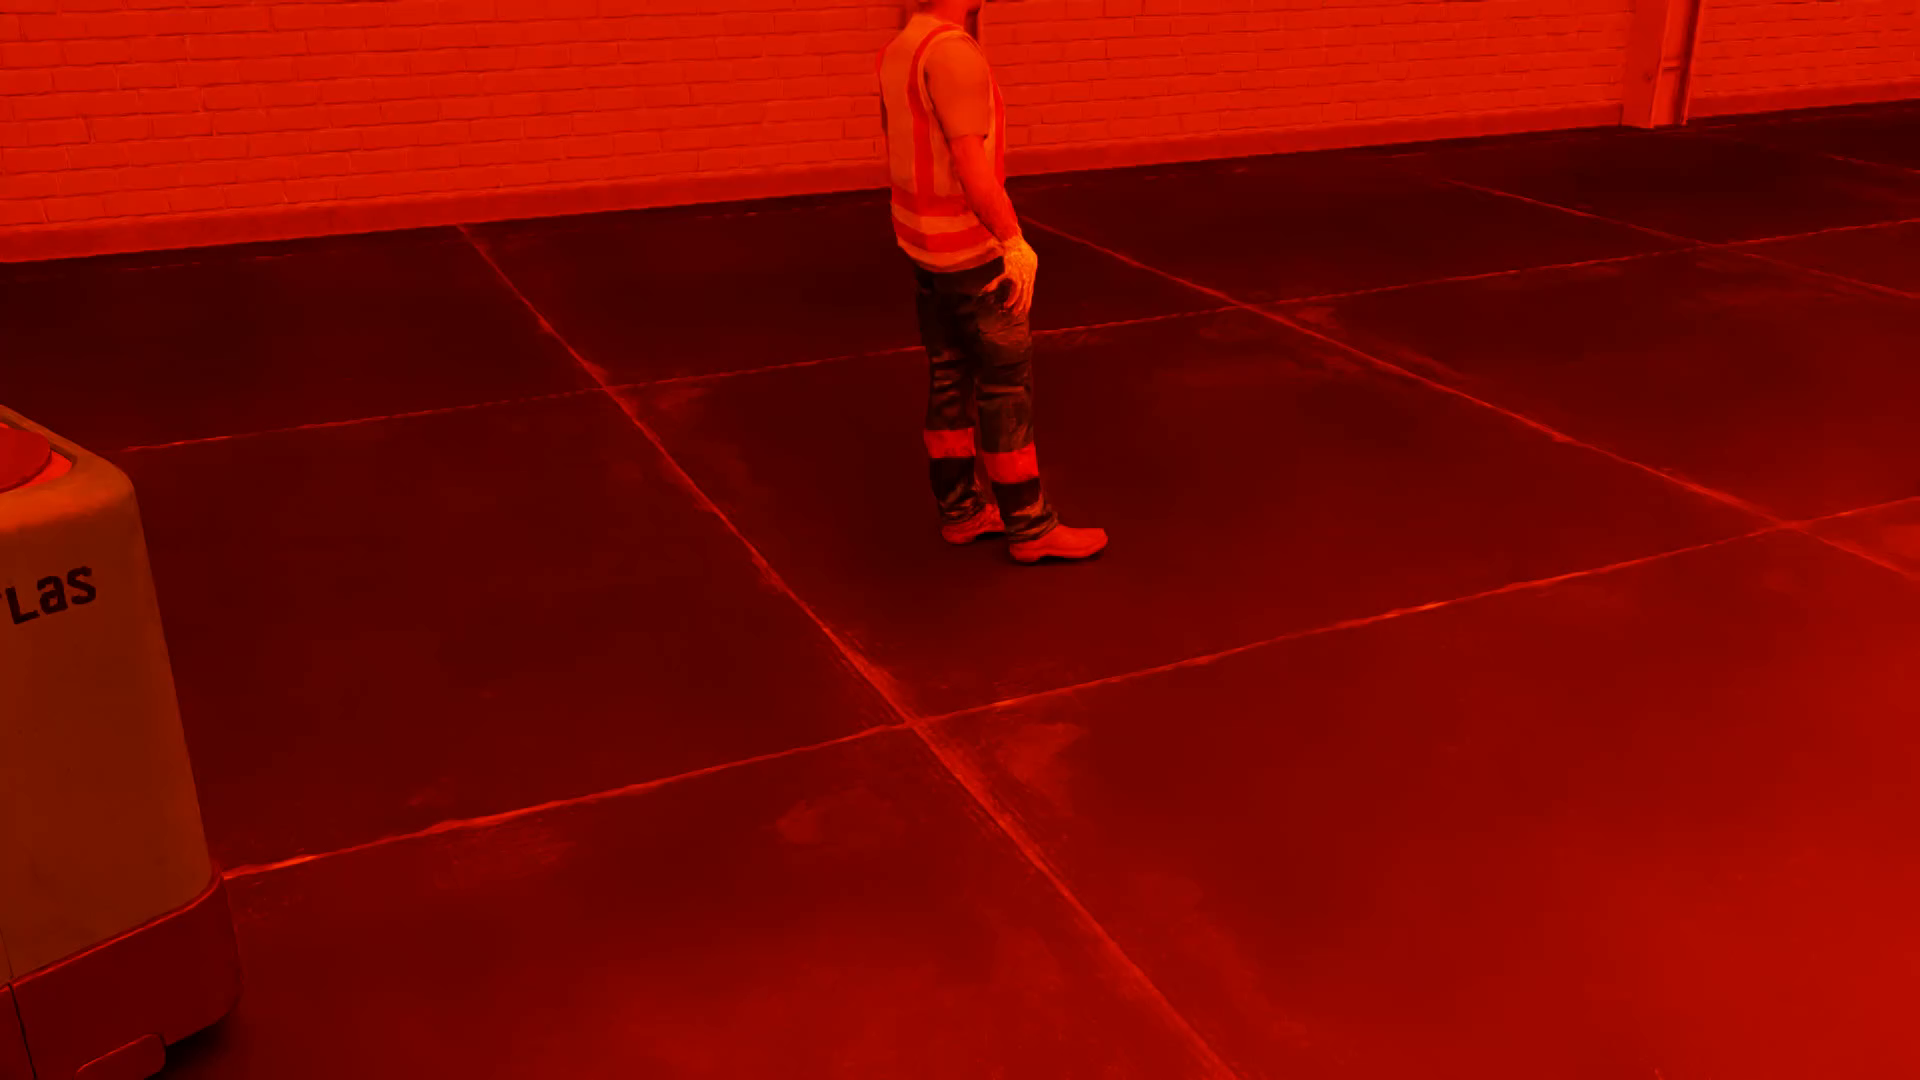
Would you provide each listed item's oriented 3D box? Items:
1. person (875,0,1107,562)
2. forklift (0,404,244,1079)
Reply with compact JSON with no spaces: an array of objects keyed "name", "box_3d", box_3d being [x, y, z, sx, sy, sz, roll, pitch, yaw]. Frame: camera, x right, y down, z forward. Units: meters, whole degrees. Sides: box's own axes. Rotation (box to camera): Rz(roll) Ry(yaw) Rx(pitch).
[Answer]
[{"name":"person","box_3d":[0.077,-0.842,4.783,0.563,1.787,0.637,-10,25,-23]},{"name":"forklift","box_3d":[-2.638,-0.176,1.709,1.130,2.935,3.031,19,29,38]}]
